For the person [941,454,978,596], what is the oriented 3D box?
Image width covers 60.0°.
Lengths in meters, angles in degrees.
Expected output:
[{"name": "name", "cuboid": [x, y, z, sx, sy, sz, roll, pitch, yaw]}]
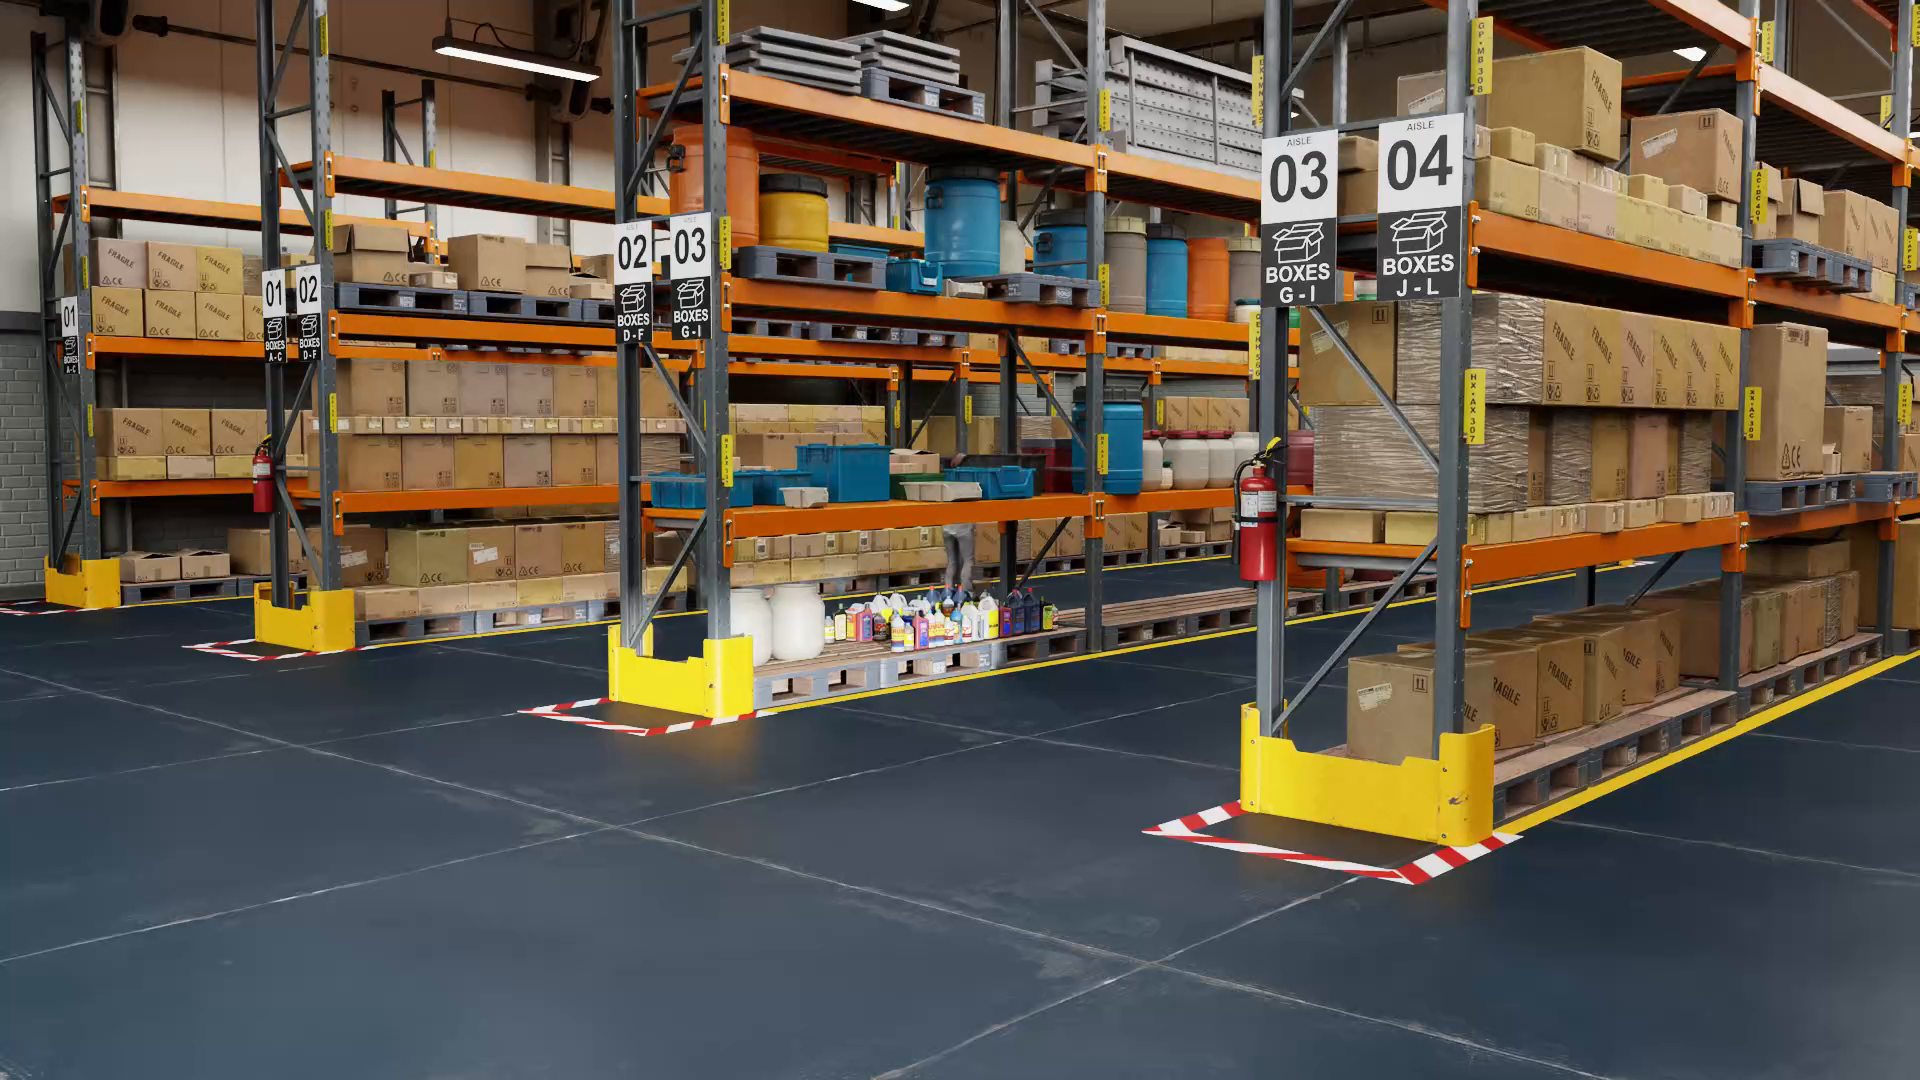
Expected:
[{"name": "person", "cuboid": [-0.012, -0.097, 17.214, 0.475, 1.592, 0.347, 3, 5, 38]}]
